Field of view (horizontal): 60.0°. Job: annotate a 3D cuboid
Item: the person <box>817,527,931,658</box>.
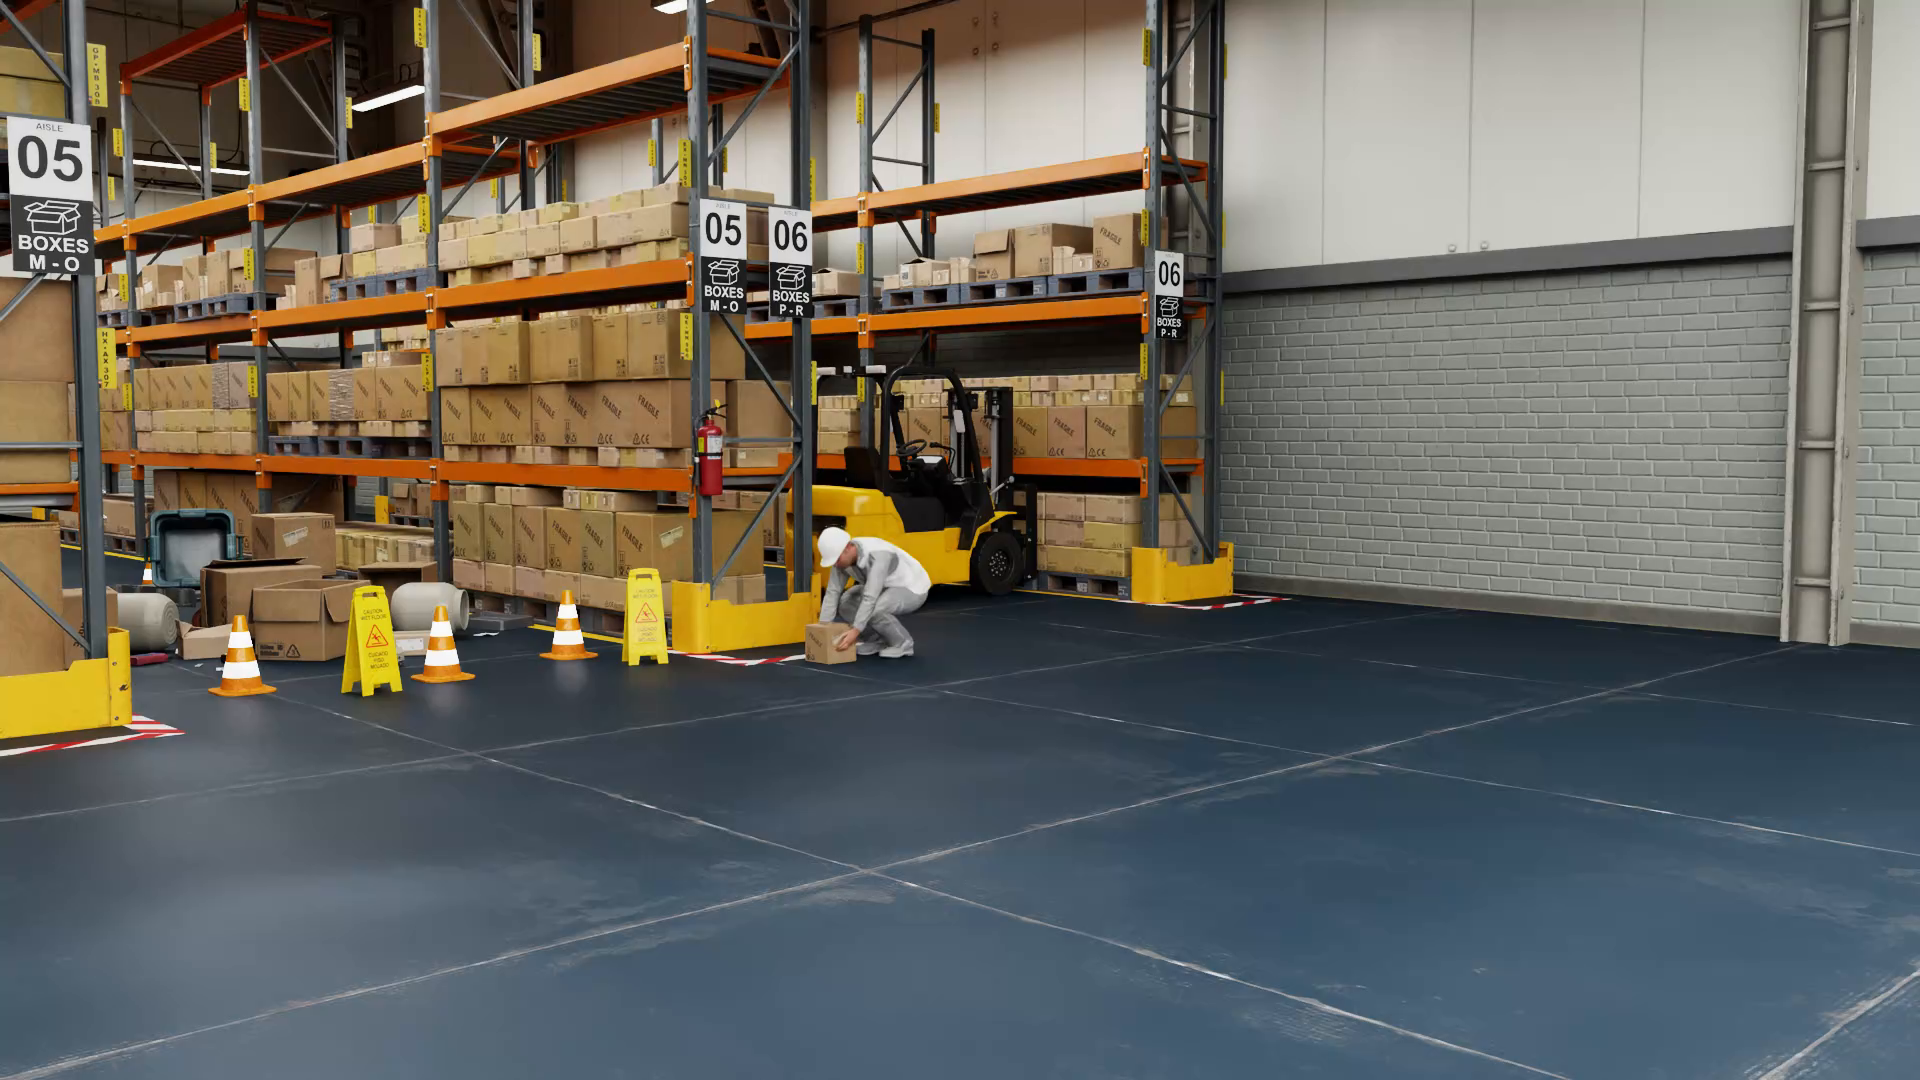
[{"bbox_3d":[-0.620,0.358,11.570,0.913,0.930,0.529,-3,5,-39],"label":"person"}]
